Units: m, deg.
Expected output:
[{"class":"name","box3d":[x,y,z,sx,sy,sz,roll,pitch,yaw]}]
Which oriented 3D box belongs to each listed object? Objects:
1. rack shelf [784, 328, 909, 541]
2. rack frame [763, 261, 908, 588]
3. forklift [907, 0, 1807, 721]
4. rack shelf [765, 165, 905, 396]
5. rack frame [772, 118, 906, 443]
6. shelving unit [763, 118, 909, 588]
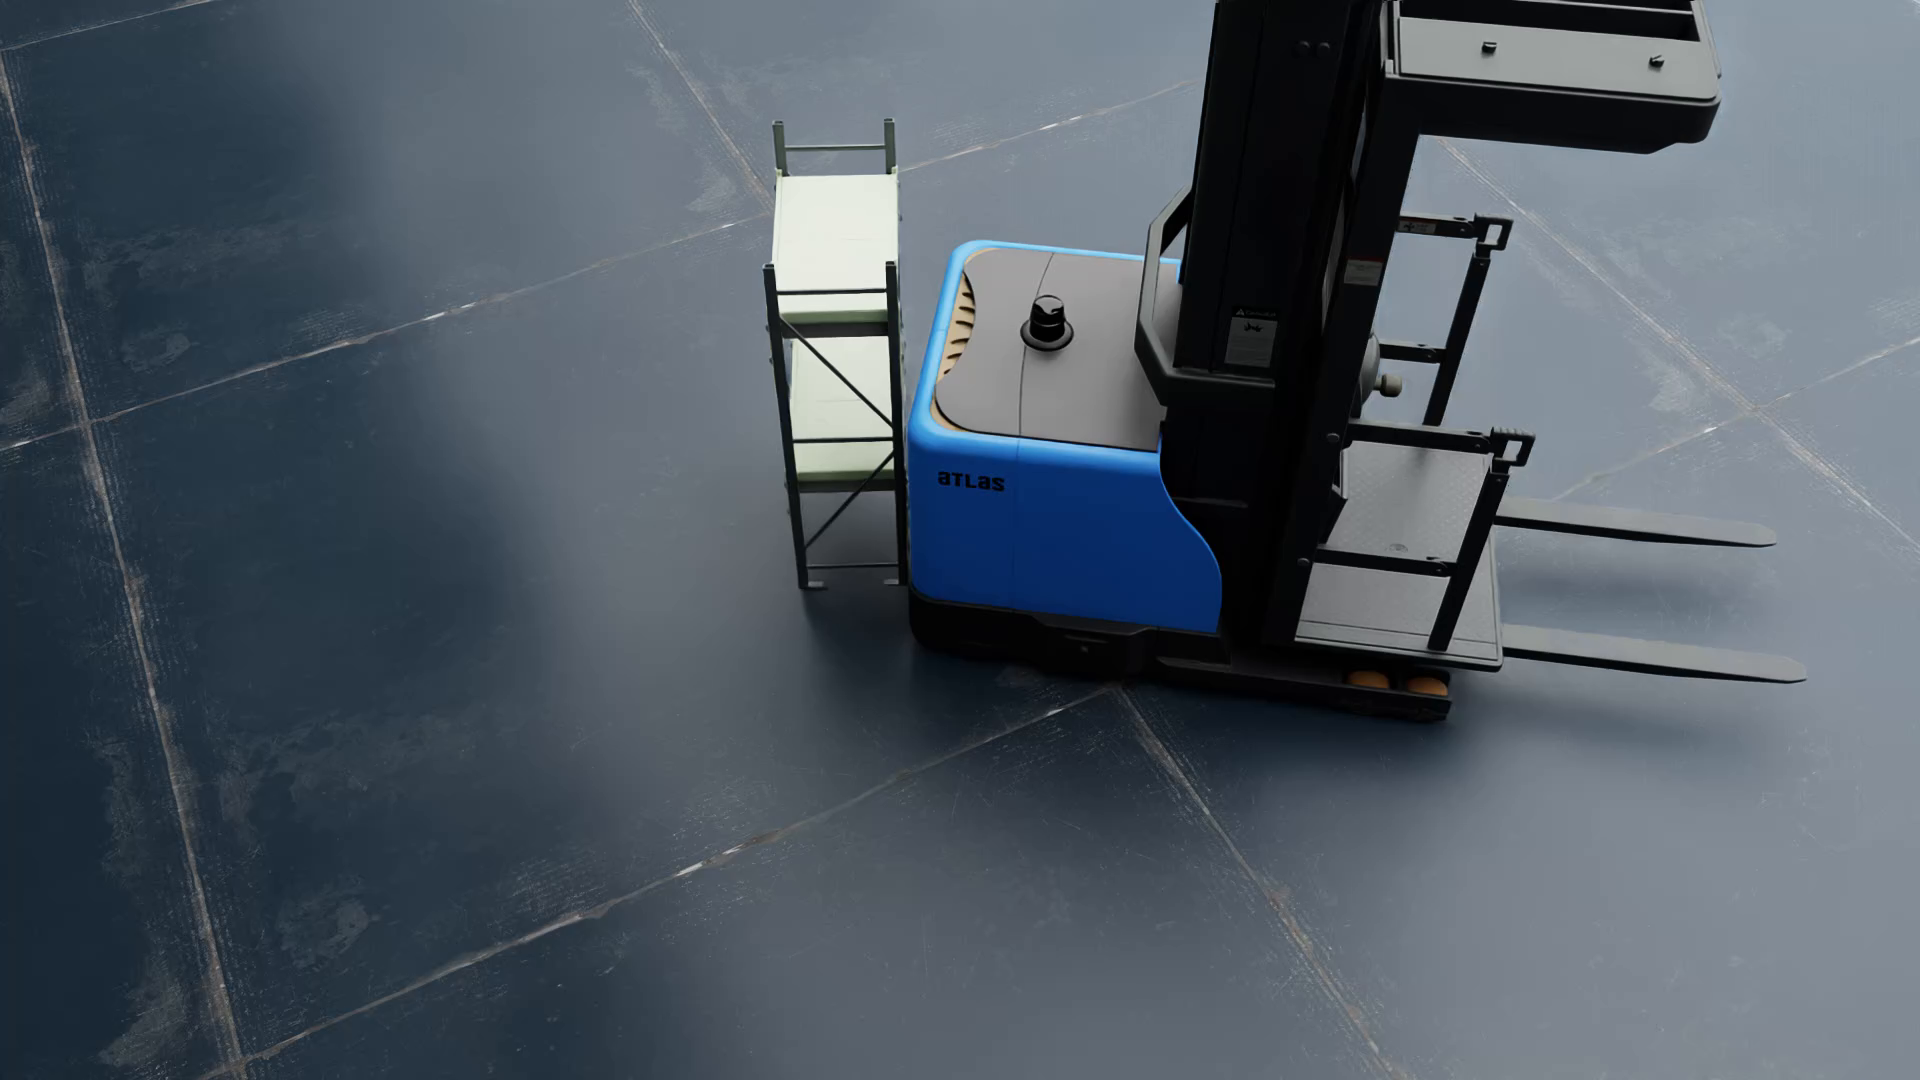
[{"class":"rack shelf","box3d":[-0.403,-0.392,6.029,0.431,0.370,0.720,-1,49,-1]},{"class":"rack frame","box3d":[-0.390,-0.331,5.543,0.400,1.500,0.023,-1,49,-1]},{"class":"forklift","box3d":[1.383,-0.775,4.981,3.031,2.935,1.130,7,49,6]},{"class":"rack shelf","box3d":[-0.403,-0.863,5.490,0.431,0.370,0.720,-1,49,-1]},{"class":"rack frame","box3d":[-0.415,-0.881,6.025,0.400,1.500,0.023,-1,49,-1]},{"class":"shelving unit","box3d":[-0.403,-0.606,5.784,0.431,1.500,0.755,-1,49,-1]}]
